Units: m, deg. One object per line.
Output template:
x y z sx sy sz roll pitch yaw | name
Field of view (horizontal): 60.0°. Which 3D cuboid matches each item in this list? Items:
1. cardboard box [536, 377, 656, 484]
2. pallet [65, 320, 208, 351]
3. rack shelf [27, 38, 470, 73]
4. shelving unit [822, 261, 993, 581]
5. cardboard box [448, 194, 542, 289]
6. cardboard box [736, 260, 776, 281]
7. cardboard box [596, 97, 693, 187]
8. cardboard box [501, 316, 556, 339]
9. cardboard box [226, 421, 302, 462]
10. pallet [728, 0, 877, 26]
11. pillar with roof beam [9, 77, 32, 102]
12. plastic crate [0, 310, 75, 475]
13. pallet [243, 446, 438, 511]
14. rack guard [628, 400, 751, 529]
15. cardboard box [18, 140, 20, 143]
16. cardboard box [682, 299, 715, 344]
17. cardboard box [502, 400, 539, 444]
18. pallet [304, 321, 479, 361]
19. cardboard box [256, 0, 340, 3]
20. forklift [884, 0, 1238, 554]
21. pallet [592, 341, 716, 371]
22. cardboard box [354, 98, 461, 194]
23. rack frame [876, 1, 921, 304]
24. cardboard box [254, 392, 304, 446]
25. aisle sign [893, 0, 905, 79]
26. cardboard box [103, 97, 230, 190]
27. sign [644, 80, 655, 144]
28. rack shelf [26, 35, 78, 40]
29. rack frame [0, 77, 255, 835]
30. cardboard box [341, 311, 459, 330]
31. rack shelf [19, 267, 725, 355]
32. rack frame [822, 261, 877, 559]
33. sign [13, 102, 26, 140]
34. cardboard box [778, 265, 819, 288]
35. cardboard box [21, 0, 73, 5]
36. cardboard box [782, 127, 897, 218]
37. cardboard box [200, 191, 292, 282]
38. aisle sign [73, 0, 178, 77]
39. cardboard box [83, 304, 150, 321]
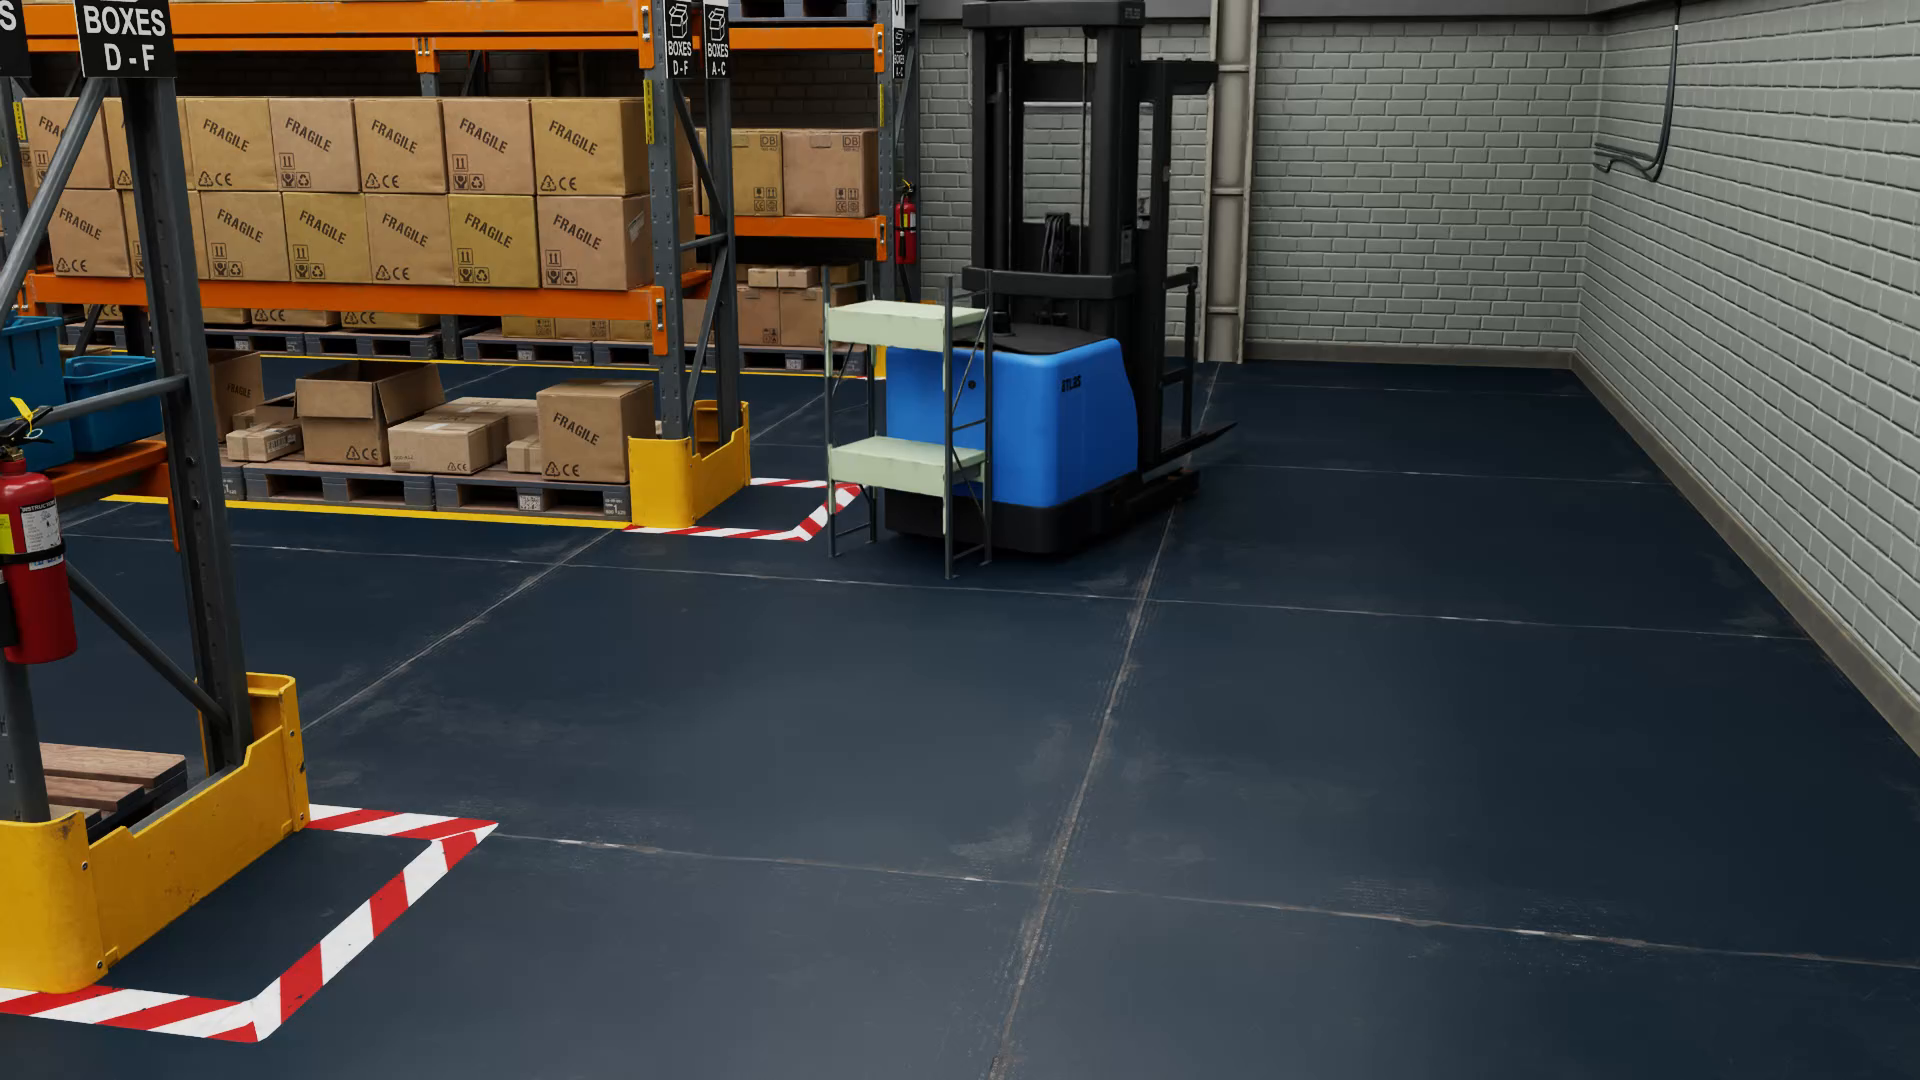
-2.069 -0.633 9.518 0.500 0.500 0.500 3 16 11 | cardboard box
-7.586 -1.978 15.736 1.213 0.211 1.003 3 16 11 | pallet
-6.384 -4.376 14.898 4.000 0.370 1.077 3 16 11 | rack shelf
-0.261 -0.618 8.413 0.755 1.500 0.431 10 18 32 | shelving unit
-2.490 -1.689 9.283 0.500 0.500 0.500 3 16 12 | cardboard box
-1.789 -2.365 14.591 0.250 0.149 0.380 3 16 12 | cardboard box
-1.870 -2.284 9.559 0.500 0.500 0.500 4 16 13 | cardboard box
-3.711 -2.102 14.855 0.500 0.500 0.700 3 16 12 | cardboard box
-4.189 -0.599 10.017 0.250 0.166 0.380 3 16 11 | cardboard box
-1.233 -4.397 13.794 1.213 0.211 1.003 3 16 11 | pallet
-10.303 -5.444 11.787 0.400 9.000 9.100 3 16 11 | pillar with roof beam
-2.844 -0.381 4.569 0.499 0.435 0.616 3 16 11 | plastic crate
-3.535 -0.429 10.147 1.213 0.211 1.003 3 16 11 | pallet
-1.562 -0.461 9.719 0.348 0.500 1.175 3 16 11 | rack guard
-8.806 -3.666 15.595 0.500 0.500 0.700 1 16 5 | cardboard box
-2.193 -2.020 14.560 0.500 0.500 0.700 3 16 9 | cardboard box
-2.454 -0.678 10.148 0.500 0.250 0.500 3 16 11 | cardboard box
-5.195 -1.848 15.267 1.213 0.211 1.003 3 16 11 | pallet
-3.511 -3.077 9.142 0.500 0.250 0.500 3 16 11 | cardboard box
0.778 -1.682 9.572 1.130 2.935 3.031 9 18 29 | forklift
-2.495 -1.701 14.738 1.213 0.211 1.003 3 16 11 | pallet
-2.983 -2.196 9.242 0.500 0.500 0.500 4 16 13 | cardboard box
-0.504 -2.958 14.050 0.127 3.000 1.000 3 16 11 | rack frame
-4.057 -0.795 10.454 0.500 0.311 0.500 3 16 11 | cardboard box
-0.493 -4.128 13.406 0.004 0.787 0.394 3 16 11 | aisle sign
-4.496 -2.278 9.538 0.500 0.500 0.500 3 16 9 | cardboard box
-1.618 -2.228 8.654 0.005 0.325 0.100 3 16 11 | sign
-7.367 -3.080 10.219 4.000 0.370 1.077 3 16 11 | rack shelf
-2.478 -0.366 4.694 0.127 3.000 1.000 3 16 11 | rack frame
-5.087 -2.337 15.051 0.750 0.750 0.750 3 16 12 | cardboard box
-3.447 -1.421 9.851 4.000 0.370 1.077 3 16 11 | rack shelf
-0.567 -0.671 8.606 0.023 1.500 0.400 10 18 32 | rack frame
-8.442 -3.761 14.928 0.005 0.325 0.100 3 16 11 | sign
-1.372 -2.238 14.134 0.250 0.149 0.380 3 16 10 | cardboard box
-4.980 -3.157 9.432 0.500 0.250 0.500 3 16 11 | cardboard box
-1.006 -3.127 14.099 0.700 0.700 0.980 4 16 14 | cardboard box
-3.970 -1.770 9.577 0.500 0.500 0.500 3 16 11 | cardboard box
-2.349 -1.693 4.614 0.004 0.787 0.394 3 16 11 | aisle sign
-7.649 -2.476 15.552 0.750 0.750 0.750 3 16 10 | cardboard box
